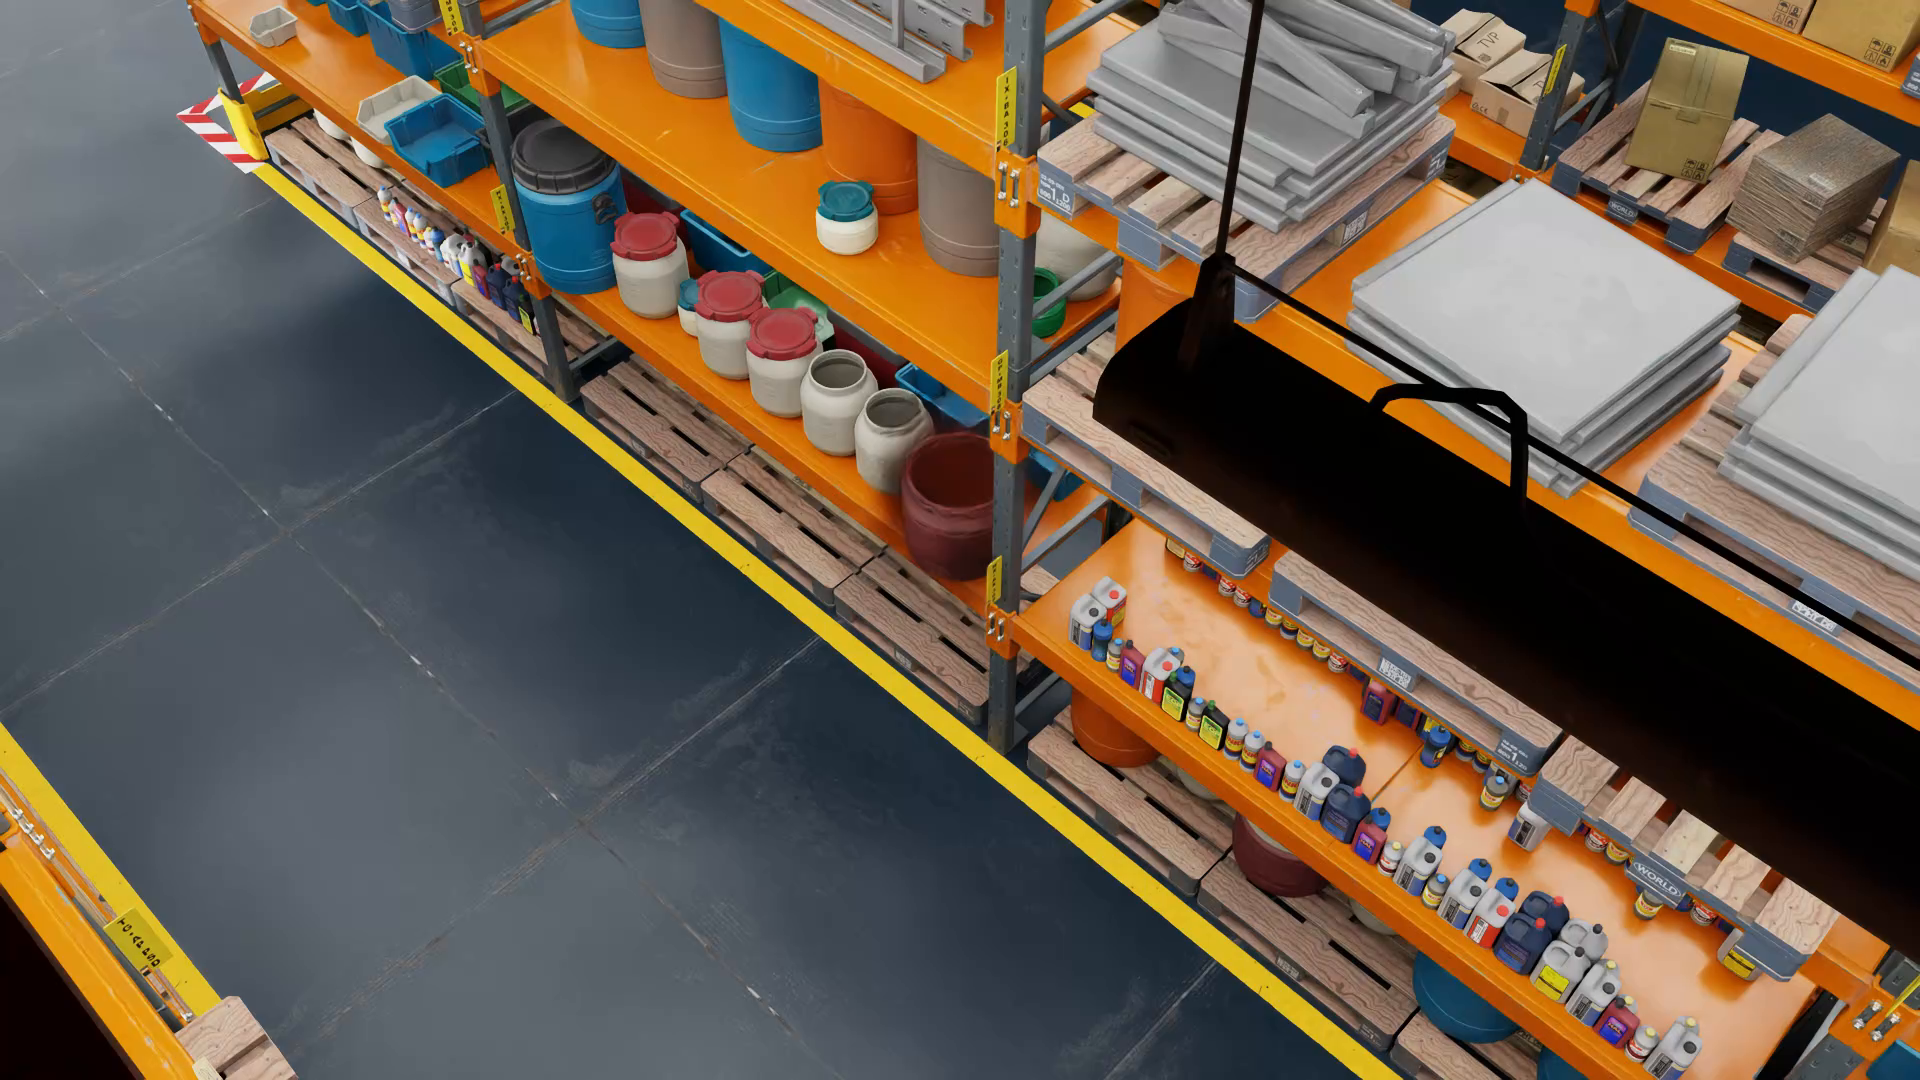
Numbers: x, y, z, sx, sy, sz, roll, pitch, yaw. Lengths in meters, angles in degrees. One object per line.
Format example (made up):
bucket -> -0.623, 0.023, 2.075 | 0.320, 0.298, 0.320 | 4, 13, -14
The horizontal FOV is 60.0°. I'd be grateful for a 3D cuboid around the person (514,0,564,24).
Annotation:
person -> -3.211, -4.108, 12.740 | 0.509, 1.667, 0.470 | -31, 57, -24
